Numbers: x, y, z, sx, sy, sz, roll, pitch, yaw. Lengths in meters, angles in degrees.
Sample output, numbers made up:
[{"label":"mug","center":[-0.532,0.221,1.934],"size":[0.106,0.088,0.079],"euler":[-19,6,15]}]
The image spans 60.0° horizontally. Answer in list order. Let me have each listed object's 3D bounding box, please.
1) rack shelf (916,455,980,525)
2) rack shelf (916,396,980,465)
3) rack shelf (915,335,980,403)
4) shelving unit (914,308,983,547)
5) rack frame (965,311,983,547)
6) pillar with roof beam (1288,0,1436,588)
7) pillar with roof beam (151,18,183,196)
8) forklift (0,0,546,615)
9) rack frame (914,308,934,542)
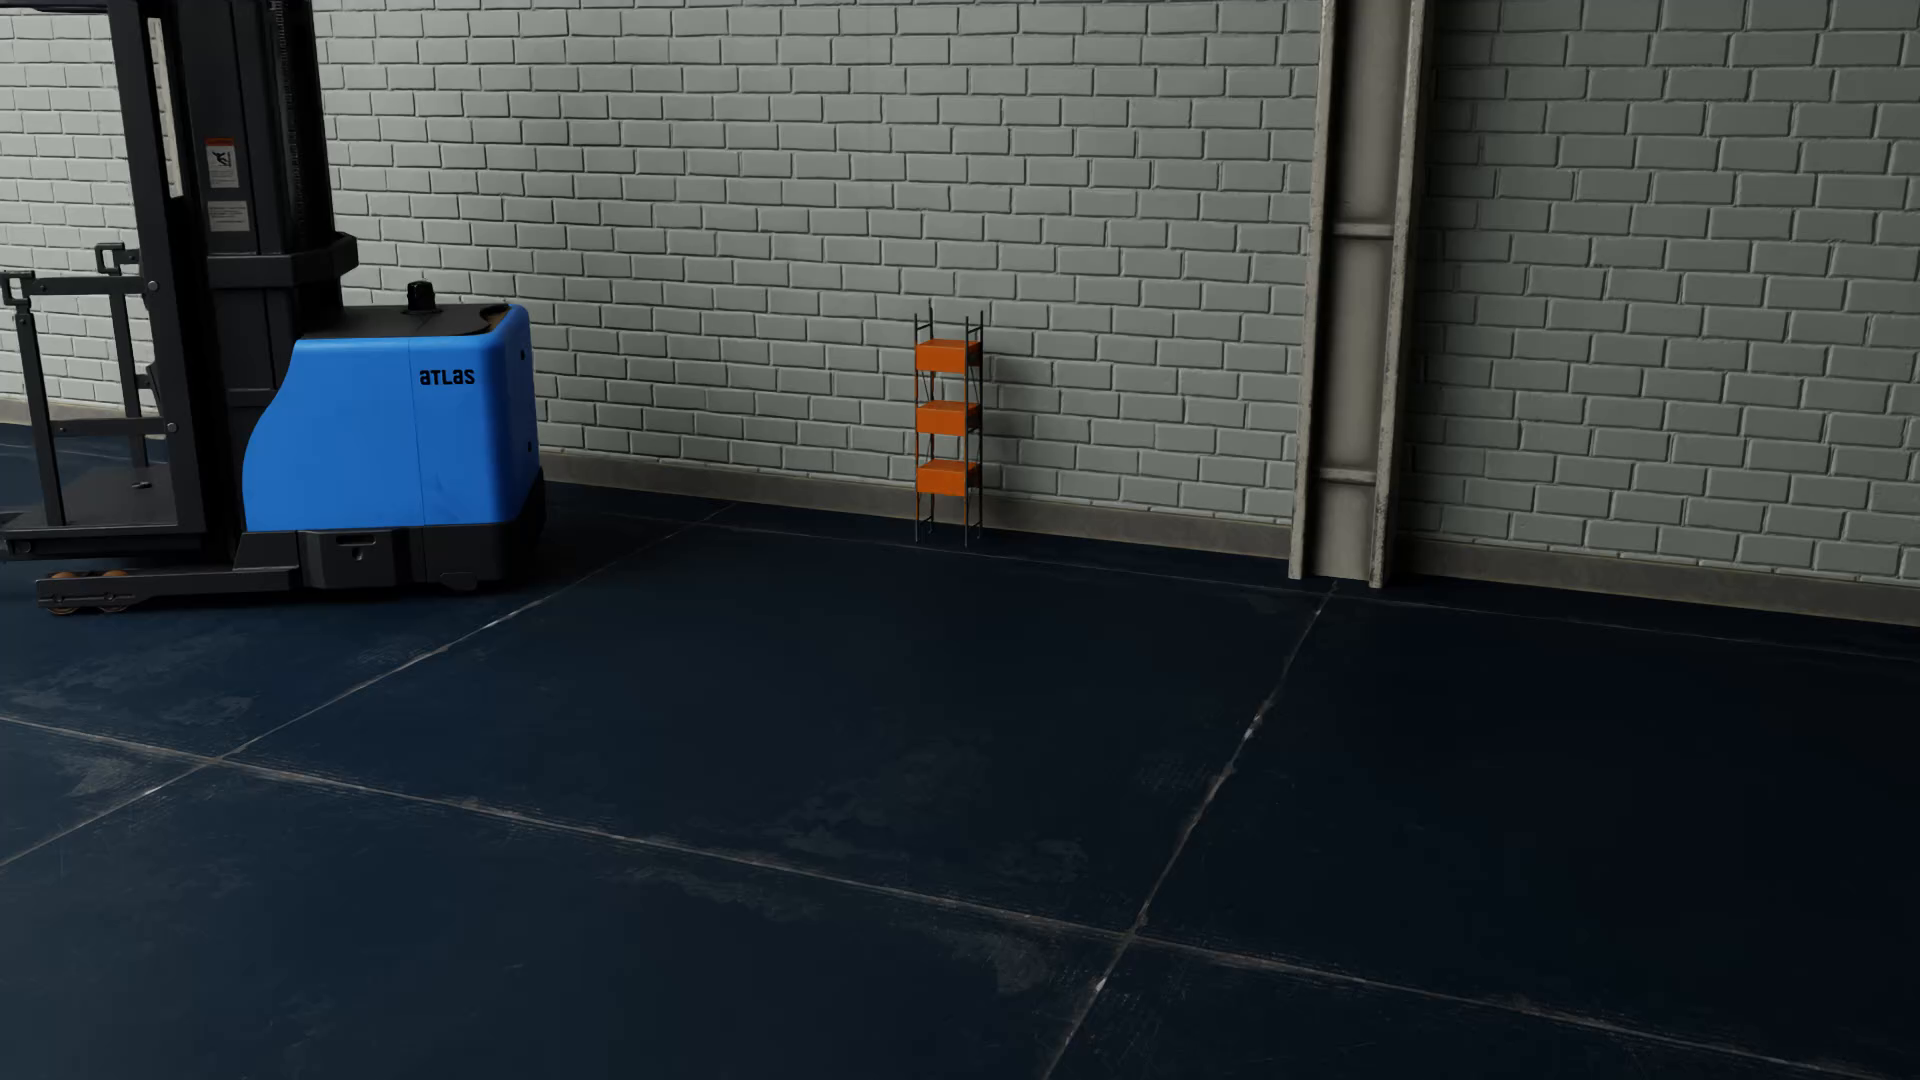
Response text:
[{"label":"rack shelf","center":[-0.050,-0.233,7.627],"size":[0.240,0.259,0.215],"euler":[6,17,21]},{"label":"rack shelf","center":[-0.050,-0.499,7.549],"size":[0.240,0.259,0.215],"euler":[6,17,21]},{"label":"rack shelf","center":[-0.050,-0.772,7.470],"size":[0.240,0.259,0.215],"euler":[6,17,21]},{"label":"shelving unit","center":[-0.050,-0.510,7.546],"size":[0.252,1.050,0.215],"euler":[6,17,21]},{"label":"rack frame","center":[0.064,-0.497,7.503],"size":[0.008,1.050,0.200],"euler":[6,17,21]},{"label":"pillar with roof beam","center":[0.065,-3.061,2.078],"size":[0.400,9.000,9.100],"euler":[6,17,21]},{"label":"pillar with roof beam","center":[-5.517,-3.675,4.193],"size":[0.400,9.000,9.100],"euler":[6,17,21]},{"label":"forklift","center":[-3.376,-1.266,6.777],"size":[3.031,2.935,1.130],"euler":[-2,16,-7]},{"label":"rack frame","center":[-0.163,-0.522,7.589],"size":[0.008,1.050,0.200],"euler":[6,17,21]}]
